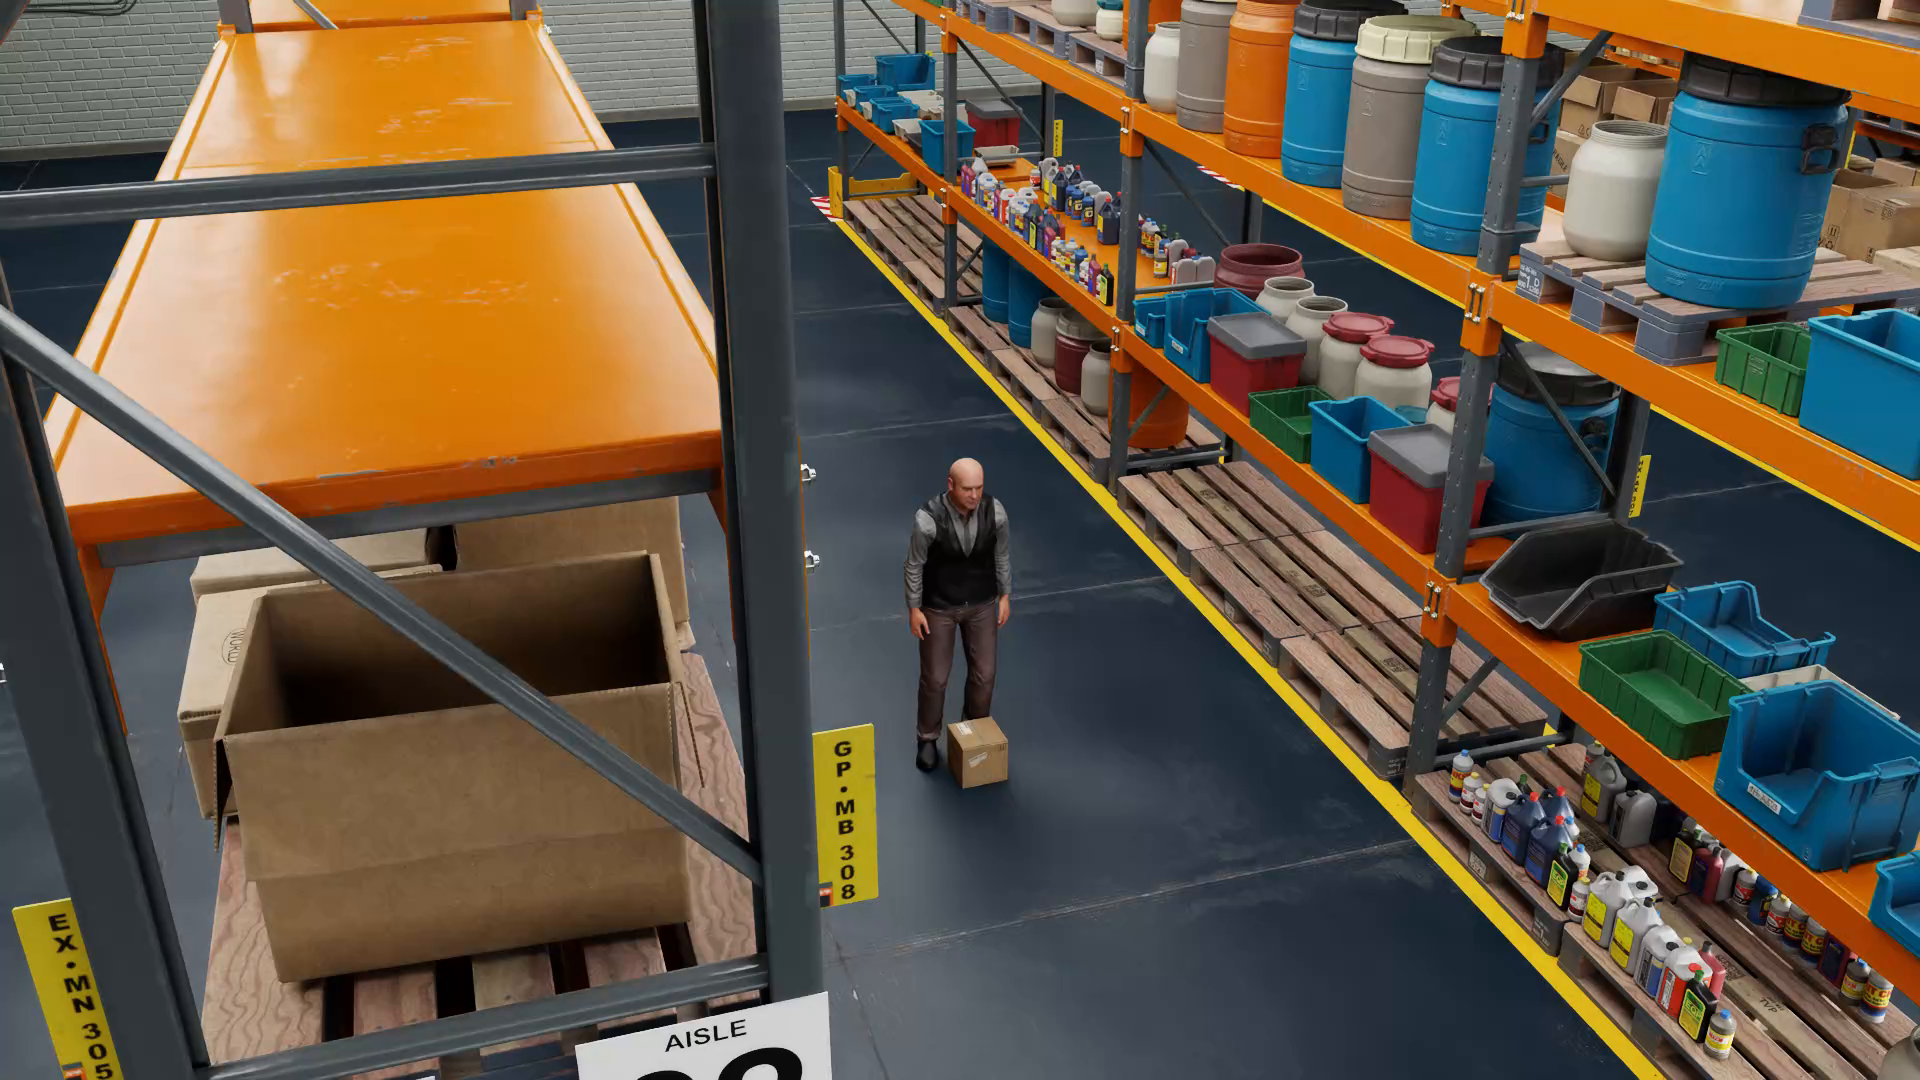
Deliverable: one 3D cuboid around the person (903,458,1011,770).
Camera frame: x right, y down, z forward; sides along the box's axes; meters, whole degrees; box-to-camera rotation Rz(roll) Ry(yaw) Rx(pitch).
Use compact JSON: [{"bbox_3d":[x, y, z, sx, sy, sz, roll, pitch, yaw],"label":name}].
[{"bbox_3d":[-0.003,0.354,8.670,0.579,1.720,0.472,-9,28,-18],"label":"person"}]
